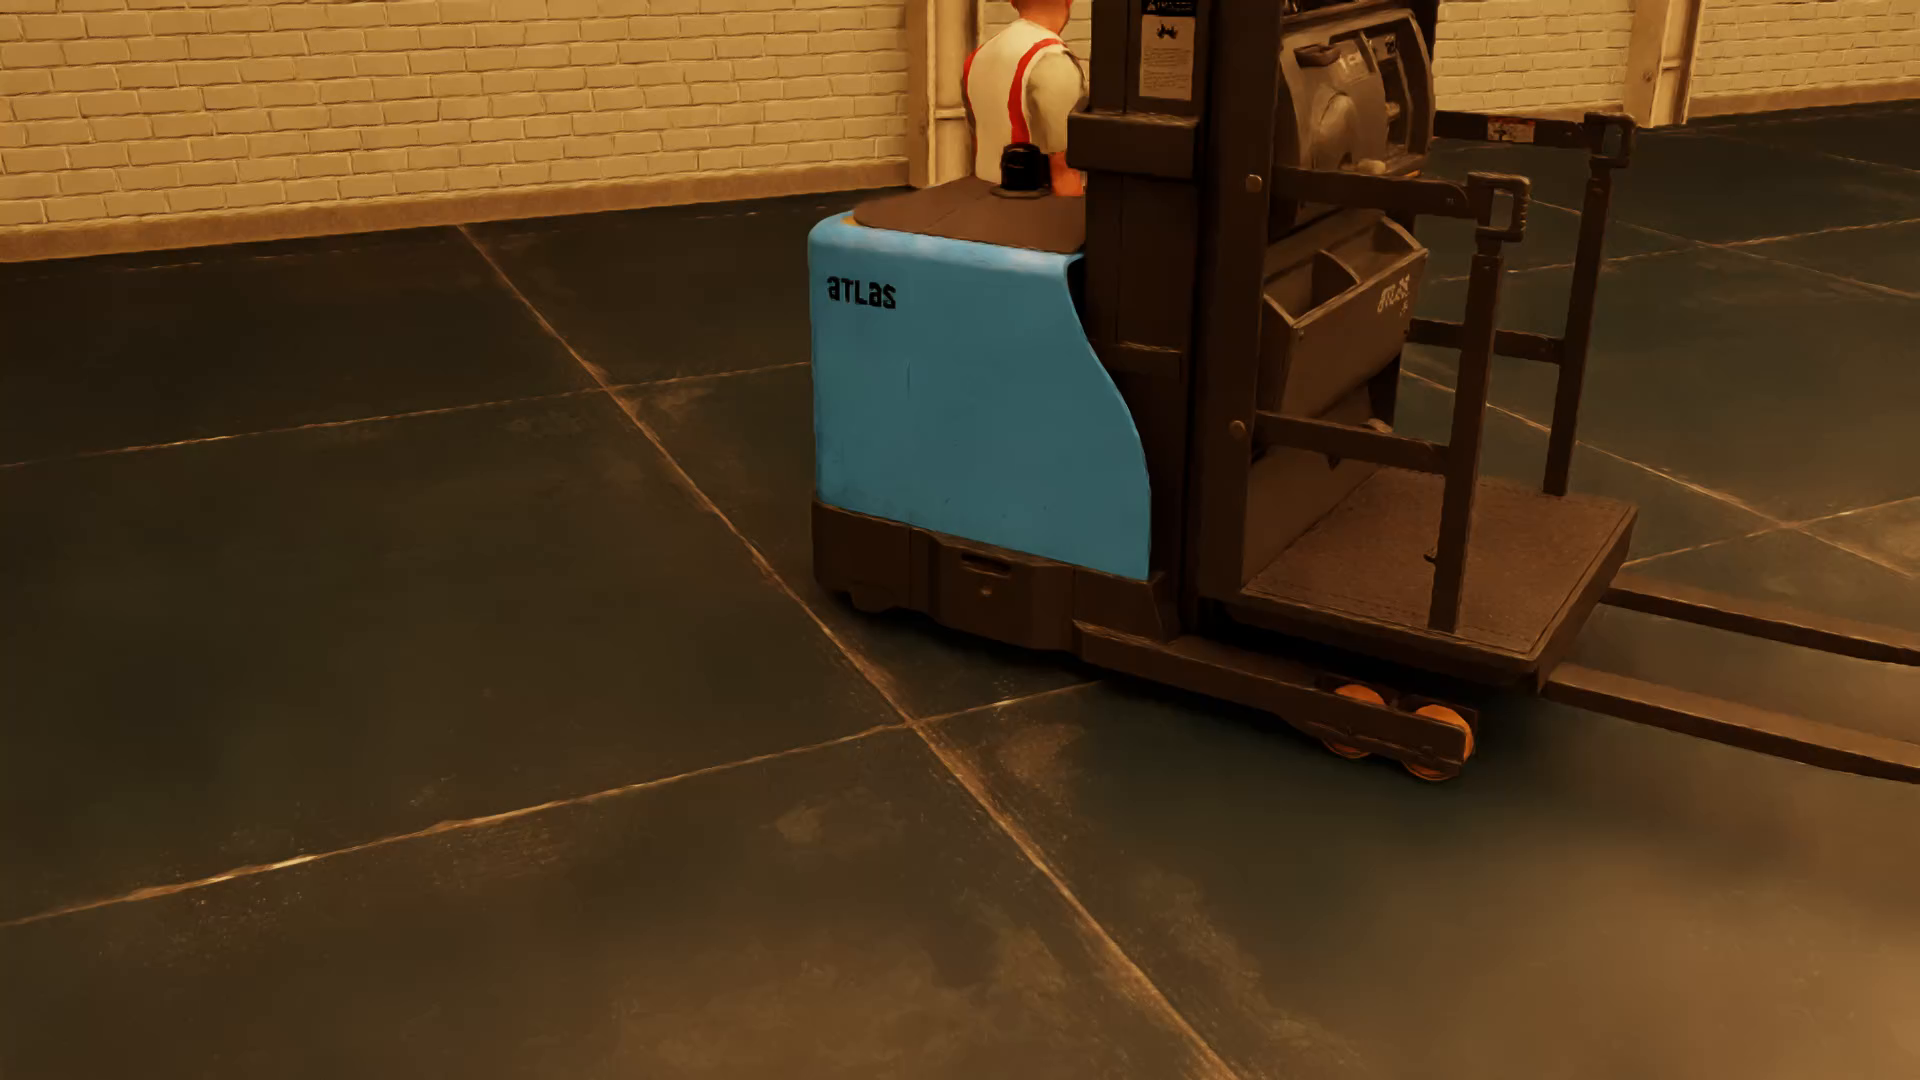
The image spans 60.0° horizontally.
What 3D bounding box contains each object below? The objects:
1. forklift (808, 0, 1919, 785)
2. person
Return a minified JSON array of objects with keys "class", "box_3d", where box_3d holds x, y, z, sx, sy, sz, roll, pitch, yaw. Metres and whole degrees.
[{"class":"forklift","box_3d":[1.110,-1.039,3.786,3.031,2.935,1.130,14,26,29]},{"class":"person","box_3d":[0.319,-0.845,4.843,0.728,1.764,0.734,-13,26,-28]}]
